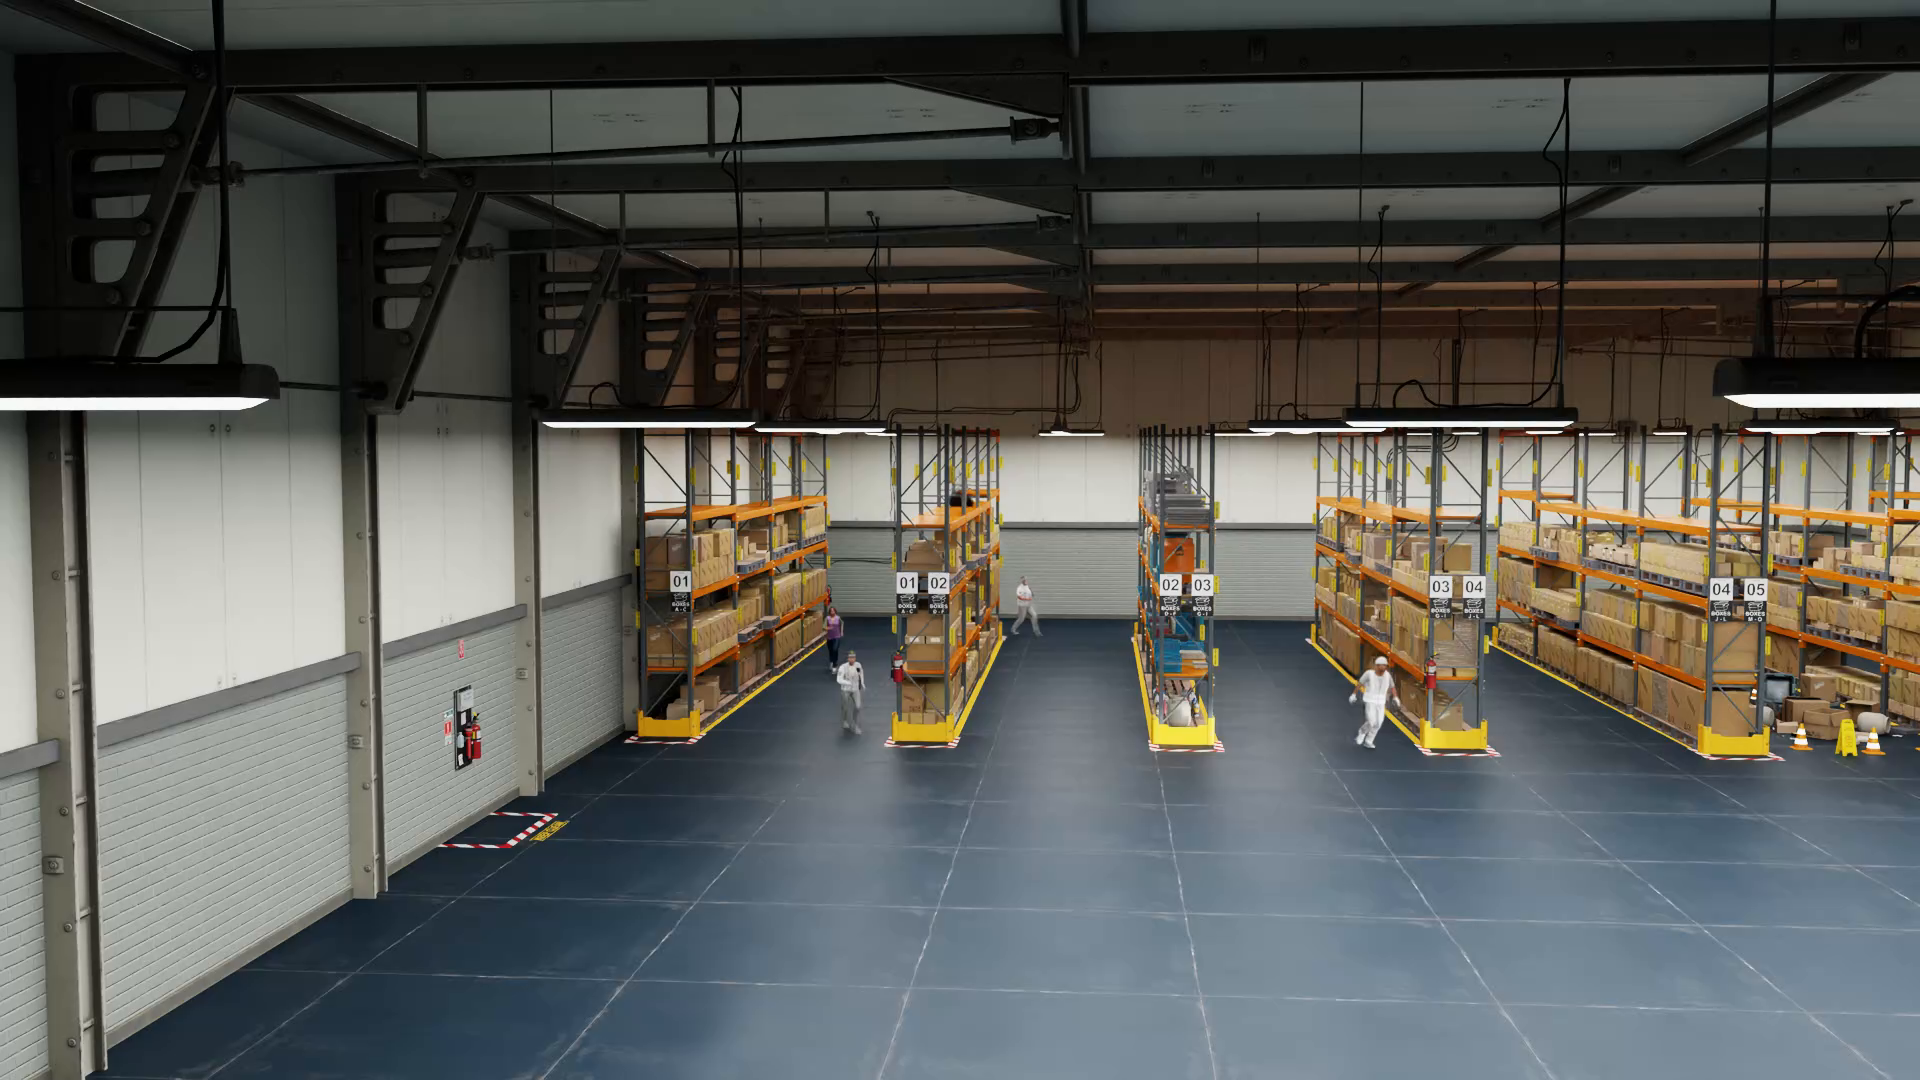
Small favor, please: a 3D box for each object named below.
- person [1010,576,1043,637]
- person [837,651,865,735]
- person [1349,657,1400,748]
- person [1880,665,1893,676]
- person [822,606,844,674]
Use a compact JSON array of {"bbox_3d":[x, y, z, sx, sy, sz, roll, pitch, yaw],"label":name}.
[{"bbox_3d":[1.883,1.919,48.138,0.932,1.804,0.674,2,4,32],"label":"person"},{"bbox_3d":[-2.126,2.946,32.373,0.609,1.650,0.908,-1,4,-15],"label":"person"},{"bbox_3d":[7.648,2.986,30.566,0.710,1.713,0.793,-1,4,-14],"label":"person"},{"bbox_3d":[22.361,2.401,39.617,0.689,1.751,1.032,0,3,-5],"label":"person"},{"bbox_3d":[-3.112,2.427,40.729,0.502,1.625,0.822,0,3,0],"label":"person"}]
